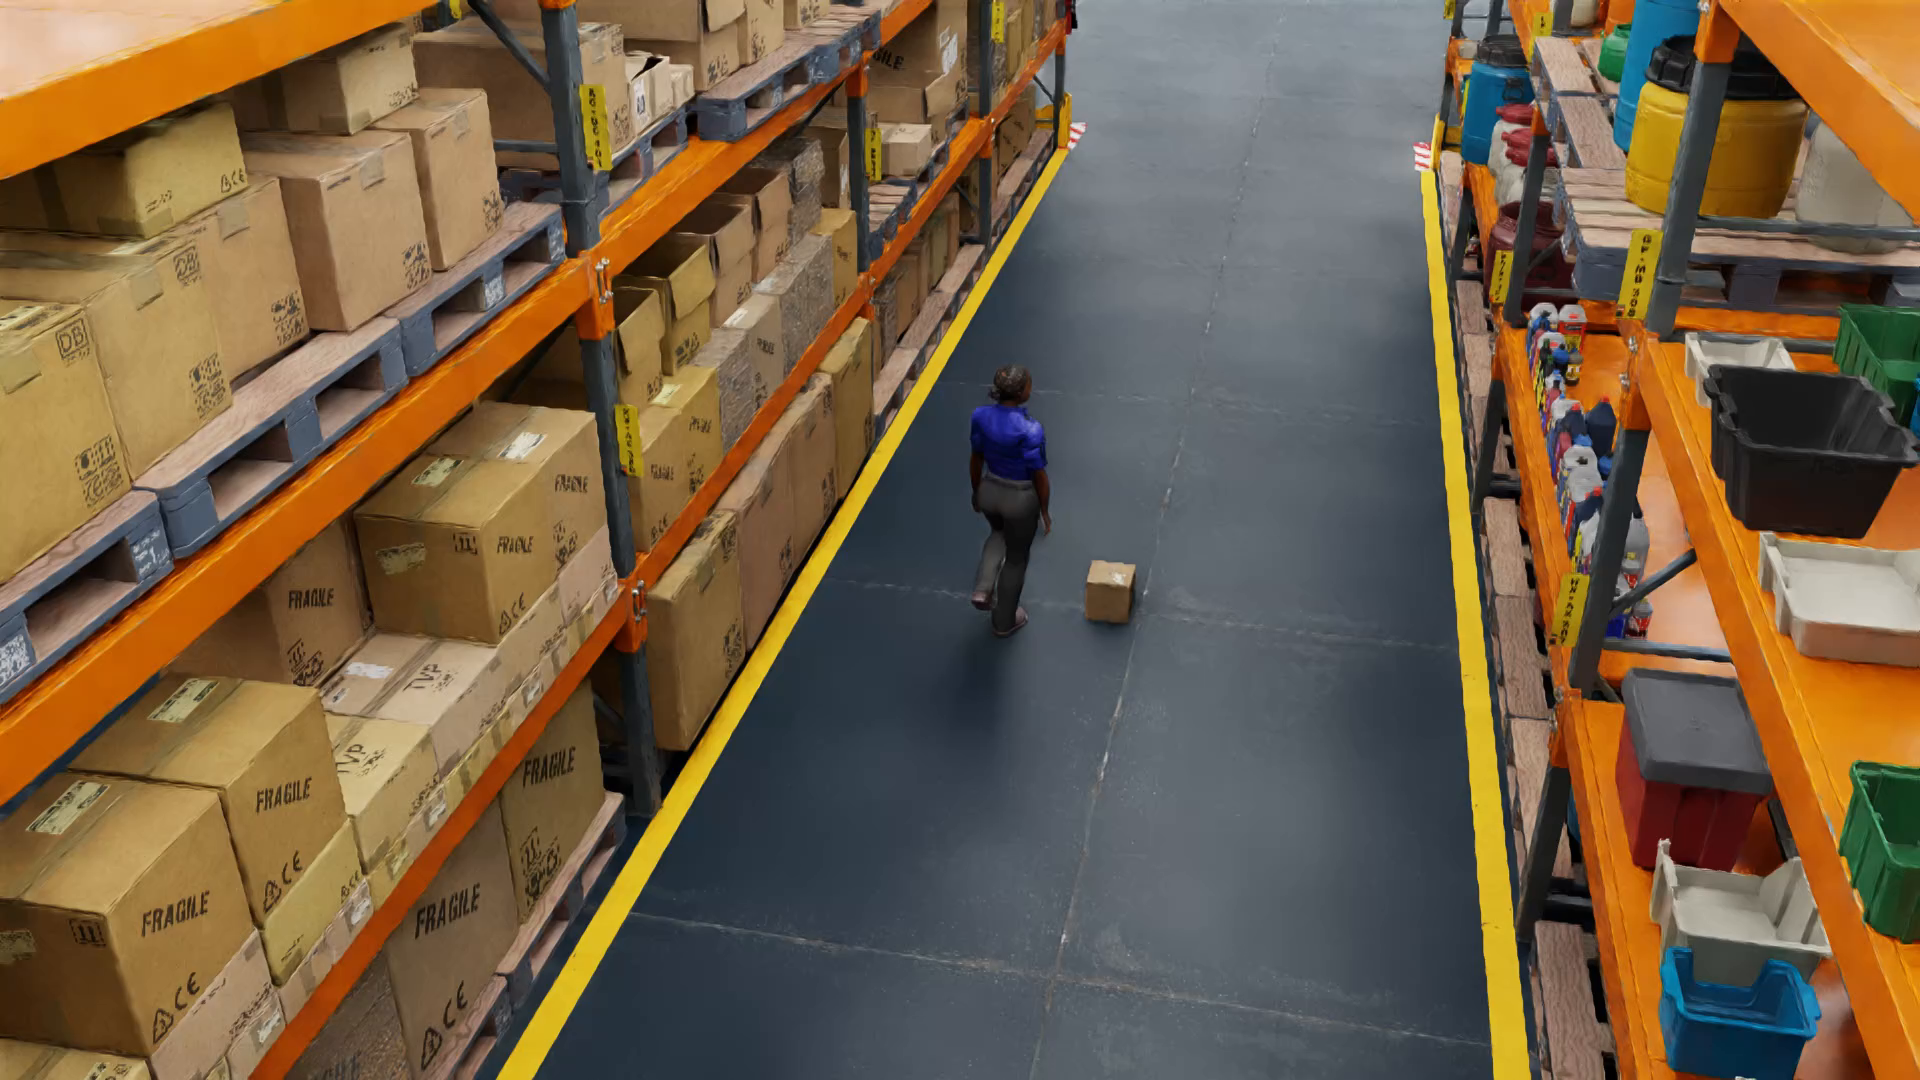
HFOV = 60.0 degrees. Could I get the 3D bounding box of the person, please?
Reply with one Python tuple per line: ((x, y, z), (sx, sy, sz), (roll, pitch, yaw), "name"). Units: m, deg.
((0.295, -0.226, 9.018), (0.504, 1.657, 0.456), (18, 34, 29), "person")
